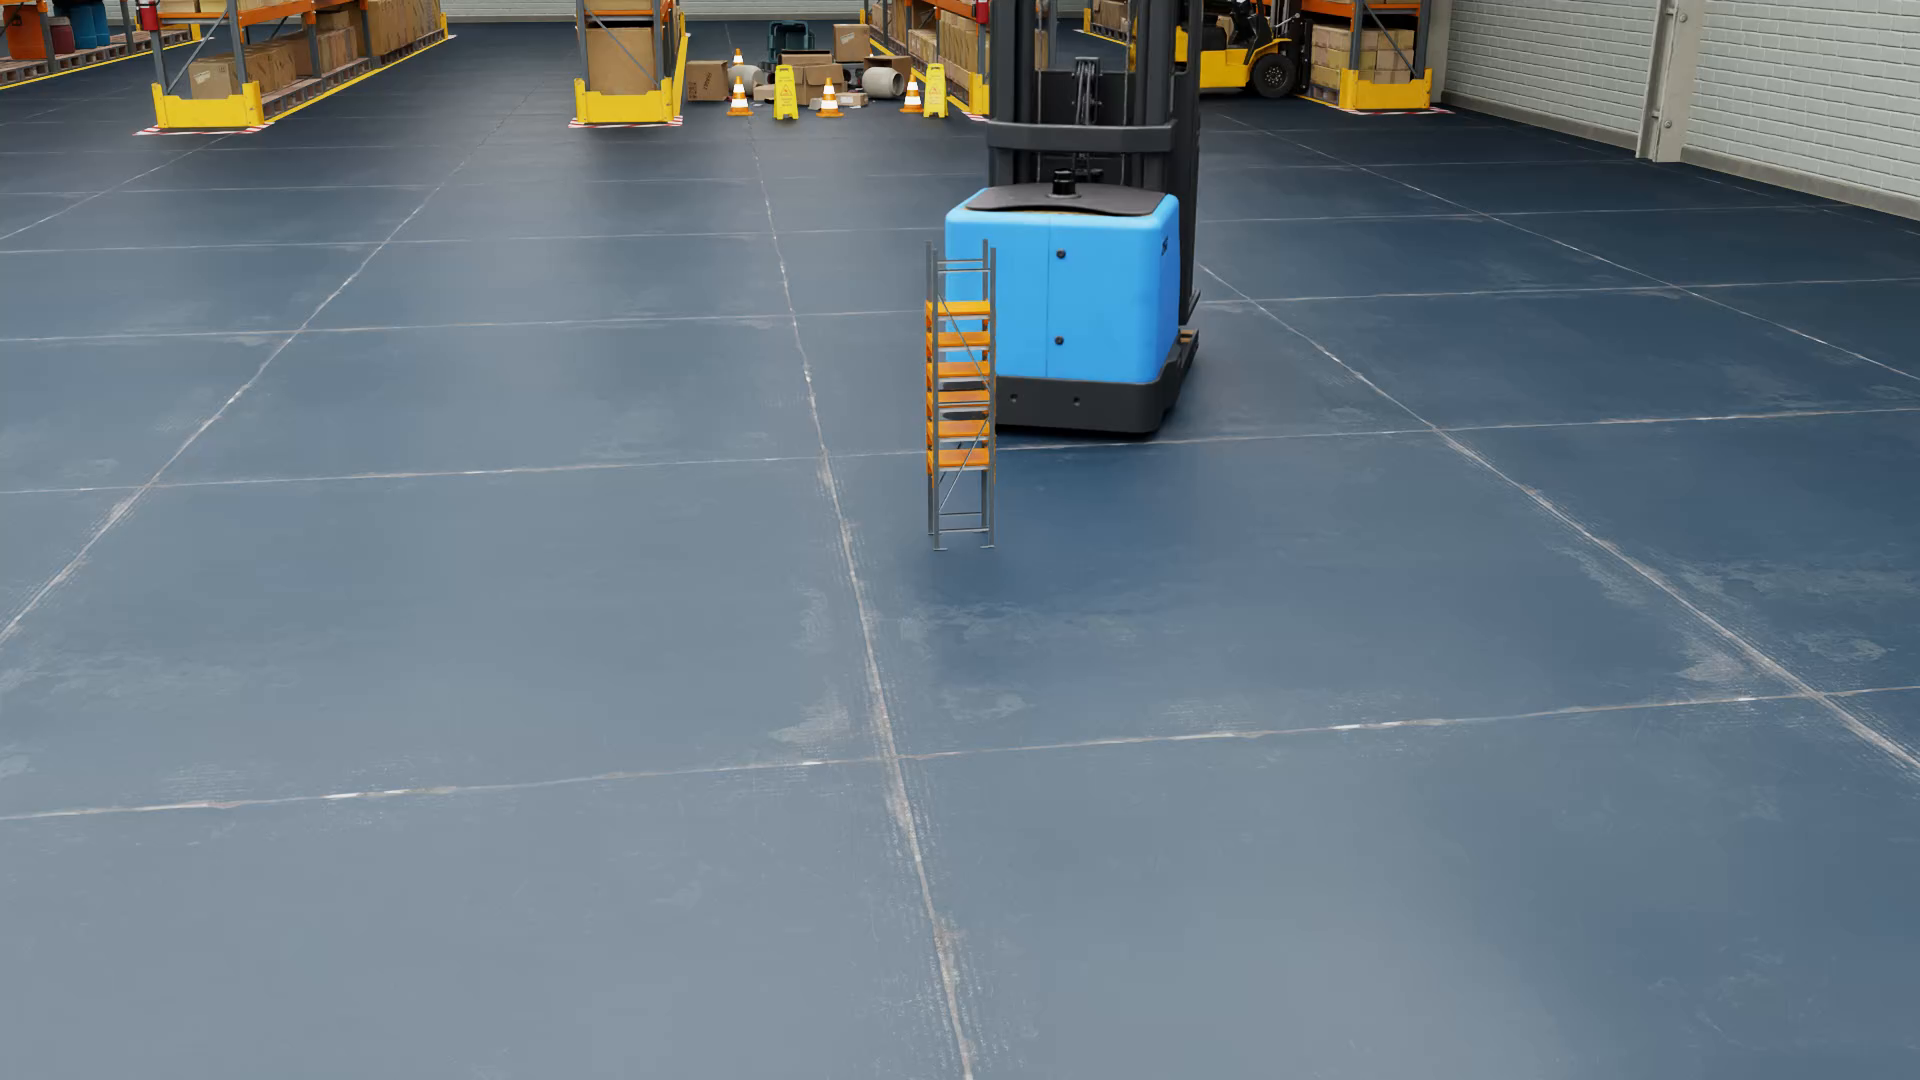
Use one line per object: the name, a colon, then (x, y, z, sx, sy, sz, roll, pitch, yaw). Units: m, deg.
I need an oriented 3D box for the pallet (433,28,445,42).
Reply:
pallet: (-11.194, -10.379, 34.204, 1.003, 0.211, 1.213, -3, 21, -8)

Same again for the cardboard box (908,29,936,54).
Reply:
cardboard box: (-0.356, -8.458, 28.230, 0.950, 0.372, 0.625, -4, 21, -11)

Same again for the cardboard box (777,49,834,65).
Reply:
cardboard box: (-2.176, -6.616, 23.518, 0.797, 0.637, 0.503, -3, 21, -8)

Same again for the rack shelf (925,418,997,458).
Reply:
rack shelf: (0.002, -0.403, 6.550, 0.258, 0.103, 0.180, -3, 21, -8)

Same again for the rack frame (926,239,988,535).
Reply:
rack frame: (-0.011, -0.589, 6.578, 0.240, 1.200, 0.006, -3, 21, -8)

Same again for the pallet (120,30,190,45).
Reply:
pallet: (-16.208, -10.115, 33.496, 1.003, 0.211, 1.213, -3, 21, -8)

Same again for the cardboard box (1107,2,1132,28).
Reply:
cardboard box: (3.387, -11.033, 34.941, 0.500, 0.500, 0.500, -3, 21, -7)

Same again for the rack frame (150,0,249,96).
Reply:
rack frame: (-9.081, -6.419, 19.615, 1.000, 3.000, 0.127, -3, 21, -8)

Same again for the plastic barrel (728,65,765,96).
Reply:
plastic barrel: (-3.053, -6.496, 23.505, 0.512, 0.421, 0.421, 12, 24, 30)

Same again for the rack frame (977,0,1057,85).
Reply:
rack frame: (0.726, -6.918, 20.953, 1.000, 3.000, 0.127, -3, 21, -8)

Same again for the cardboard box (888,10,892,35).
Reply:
cardboard box: (-0.988, -10.293, 33.048, 0.875, 0.438, 0.875, -3, 21, -9)

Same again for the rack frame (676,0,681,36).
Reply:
rack frame: (-6.464, -12.174, 35.023, 1.000, 3.000, 0.127, -3, 21, -8)

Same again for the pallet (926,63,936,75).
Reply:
pallet: (0.036, -7.267, 25.870, 1.003, 0.211, 1.213, -3, 21, -8)

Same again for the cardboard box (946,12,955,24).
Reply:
cardboard box: (0.002, -7.425, 23.640, 0.380, 0.149, 0.250, -2, 21, -6)

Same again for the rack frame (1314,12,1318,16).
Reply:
rack frame: (5.061, -8.555, 25.335, 1.000, 3.000, 0.127, -3, 21, -8)

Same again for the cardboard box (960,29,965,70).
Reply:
cardboard box: (0.274, -6.623, 22.420, 0.500, 0.500, 0.500, -2, 21, -6)

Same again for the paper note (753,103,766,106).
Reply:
paper note: (-2.698, -5.856, 22.355, 0.144, 0.017, 0.142, 4, 21, 11)

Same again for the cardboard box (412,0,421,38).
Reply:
cardboard box: (-10.826, -10.007, 31.660, 0.875, 0.875, 0.875, -3, 21, -8)

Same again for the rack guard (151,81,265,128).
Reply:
rack guard: (-9.092, -5.274, 20.122, 1.175, 0.500, 0.348, -3, 21, -8)

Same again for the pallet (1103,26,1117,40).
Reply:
pallet: (3.630, -10.680, 35.009, 1.003, 0.211, 1.213, -3, 21, -8)

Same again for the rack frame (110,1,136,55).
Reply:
rack frame: (-15.712, -10.324, 30.070, 1.000, 3.000, 0.127, -3, 21, -8)

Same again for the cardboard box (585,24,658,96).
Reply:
cardboard box: (-4.321, -6.067, 21.109, 0.875, 0.875, 0.875, -3, 21, -7)

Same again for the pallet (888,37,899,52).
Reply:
pallet: (-0.818, -9.504, 31.860, 1.003, 0.211, 1.213, -3, 21, -8)

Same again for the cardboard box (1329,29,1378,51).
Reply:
cardboard box: (5.262, -6.691, 22.244, 0.500, 0.250, 0.500, -2, 21, -6)

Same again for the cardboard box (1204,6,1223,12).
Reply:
cardboard box: (4.590, -9.641, 30.288, 0.380, 0.149, 0.250, -3, 21, -7)

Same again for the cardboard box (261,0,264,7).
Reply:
cardboard box: (-9.073, -6.844, 21.113, 0.380, 0.149, 0.250, -3, 21, -8)

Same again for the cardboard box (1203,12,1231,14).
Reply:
cardboard box: (4.560, -8.808, 28.805, 0.875, 0.625, 0.625, -2, 21, -6)

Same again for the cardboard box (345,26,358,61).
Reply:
cardboard box: (-10.117, -7.993, 26.773, 0.700, 0.500, 0.500, -4, 21, -11)

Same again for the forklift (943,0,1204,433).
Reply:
forklift: (0.747, -2.362, 8.850, 1.130, 2.935, 3.031, 5, 21, 12)

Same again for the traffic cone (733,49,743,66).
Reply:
traffic cone: (-3.434, -7.371, 25.790, 0.336, 0.463, 0.334, -3, 21, -8)

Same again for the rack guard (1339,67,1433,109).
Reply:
rack guard: (5.641, -5.991, 22.042, 1.175, 0.500, 0.348, -3, 21, -8)

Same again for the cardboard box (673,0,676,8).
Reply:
cardboard box: (-5.469, -9.742, 30.413, 0.500, 0.250, 0.500, -2, 21, -5)

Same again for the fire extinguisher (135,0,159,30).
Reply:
fire extinguisher: (-9.520, -6.320, 19.460, 0.296, 0.674, 0.183, -3, 21, -8)

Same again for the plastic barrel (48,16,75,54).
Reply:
plastic barrel: (-15.385, -8.565, 28.208, 0.600, 0.588, 0.708, -3, 21, -8)

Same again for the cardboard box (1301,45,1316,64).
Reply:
cardboard box: (5.101, -6.818, 23.298, 0.500, 0.250, 0.500, -3, 21, -9)

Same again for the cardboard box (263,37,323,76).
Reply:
cardboard box: (-9.724, -7.052, 24.255, 0.700, 0.500, 0.500, -5, 21, -12)

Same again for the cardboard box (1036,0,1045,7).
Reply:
cardboard box: (0.882, -6.929, 21.340, 0.380, 0.149, 0.250, -3, 21, -8)

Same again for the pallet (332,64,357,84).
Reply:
pallet: (-9.950, -7.190, 25.665, 1.003, 0.211, 1.213, -3, 21, -8)

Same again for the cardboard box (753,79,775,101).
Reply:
cardboard box: (-2.664, -6.236, 23.032, 0.396, 0.266, 0.258, 1, 20, 2)

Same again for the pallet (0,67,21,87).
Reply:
pallet: (-14.889, -6.941, 24.998, 1.003, 0.211, 1.213, -3, 21, -8)

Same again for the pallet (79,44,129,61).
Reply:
pallet: (-15.642, -8.748, 29.837, 1.003, 0.211, 1.213, -3, 21, -8)

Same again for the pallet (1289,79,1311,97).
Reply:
pallet: (5.313, -6.548, 23.946, 1.003, 0.211, 1.213, -3, 21, -8)

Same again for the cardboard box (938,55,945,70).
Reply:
cardboard box: (-0.033, -6.994, 24.485, 0.500, 0.250, 0.500, -4, 21, -10)

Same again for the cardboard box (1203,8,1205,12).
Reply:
cardboard box: (4.162, -9.428, 29.717, 0.380, 0.149, 0.250, -4, 21, -10)

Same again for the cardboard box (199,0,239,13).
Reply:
cardboard box: (-8.886, -6.412, 19.955, 0.380, 0.149, 0.250, -3, 21, -8)

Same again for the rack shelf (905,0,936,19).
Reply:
rack shelf: (-0.139, -8.659, 26.641, 1.077, 0.370, 4.000, -3, 21, -8)

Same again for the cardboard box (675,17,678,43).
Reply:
cardboard box: (-5.458, -9.393, 30.551, 0.500, 0.500, 0.500, -3, 21, -9)

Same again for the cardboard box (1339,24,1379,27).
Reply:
cardboard box: (5.618, -7.070, 23.258, 0.500, 0.250, 0.500, -3, 21, -8)

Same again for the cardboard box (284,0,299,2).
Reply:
cardboard box: (-9.186, -7.369, 22.517, 0.380, 0.149, 0.250, -3, 21, -8)

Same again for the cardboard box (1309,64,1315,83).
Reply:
cardboard box: (5.131, -6.572, 23.354, 0.500, 0.250, 0.500, -3, 21, -7)

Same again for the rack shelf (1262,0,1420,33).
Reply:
rack shelf: (5.349, -7.526, 23.606, 1.077, 0.370, 4.000, -3, 21, -8)

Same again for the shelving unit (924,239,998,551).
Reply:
shelving unit: (0.002, -0.557, 6.493, 0.258, 1.200, 0.189, -3, 21, -8)

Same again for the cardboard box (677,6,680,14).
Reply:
cardboard box: (-5.995, -10.970, 34.424, 0.380, 0.149, 0.250, -3, 21, -9)

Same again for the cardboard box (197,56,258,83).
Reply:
cardboard box: (-9.274, -5.867, 21.109, 0.500, 0.500, 0.500, 2, 21, 6)

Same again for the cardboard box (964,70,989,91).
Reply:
cardboard box: (0.340, -6.102, 22.096, 0.500, 0.250, 0.500, -3, 21, -8)
